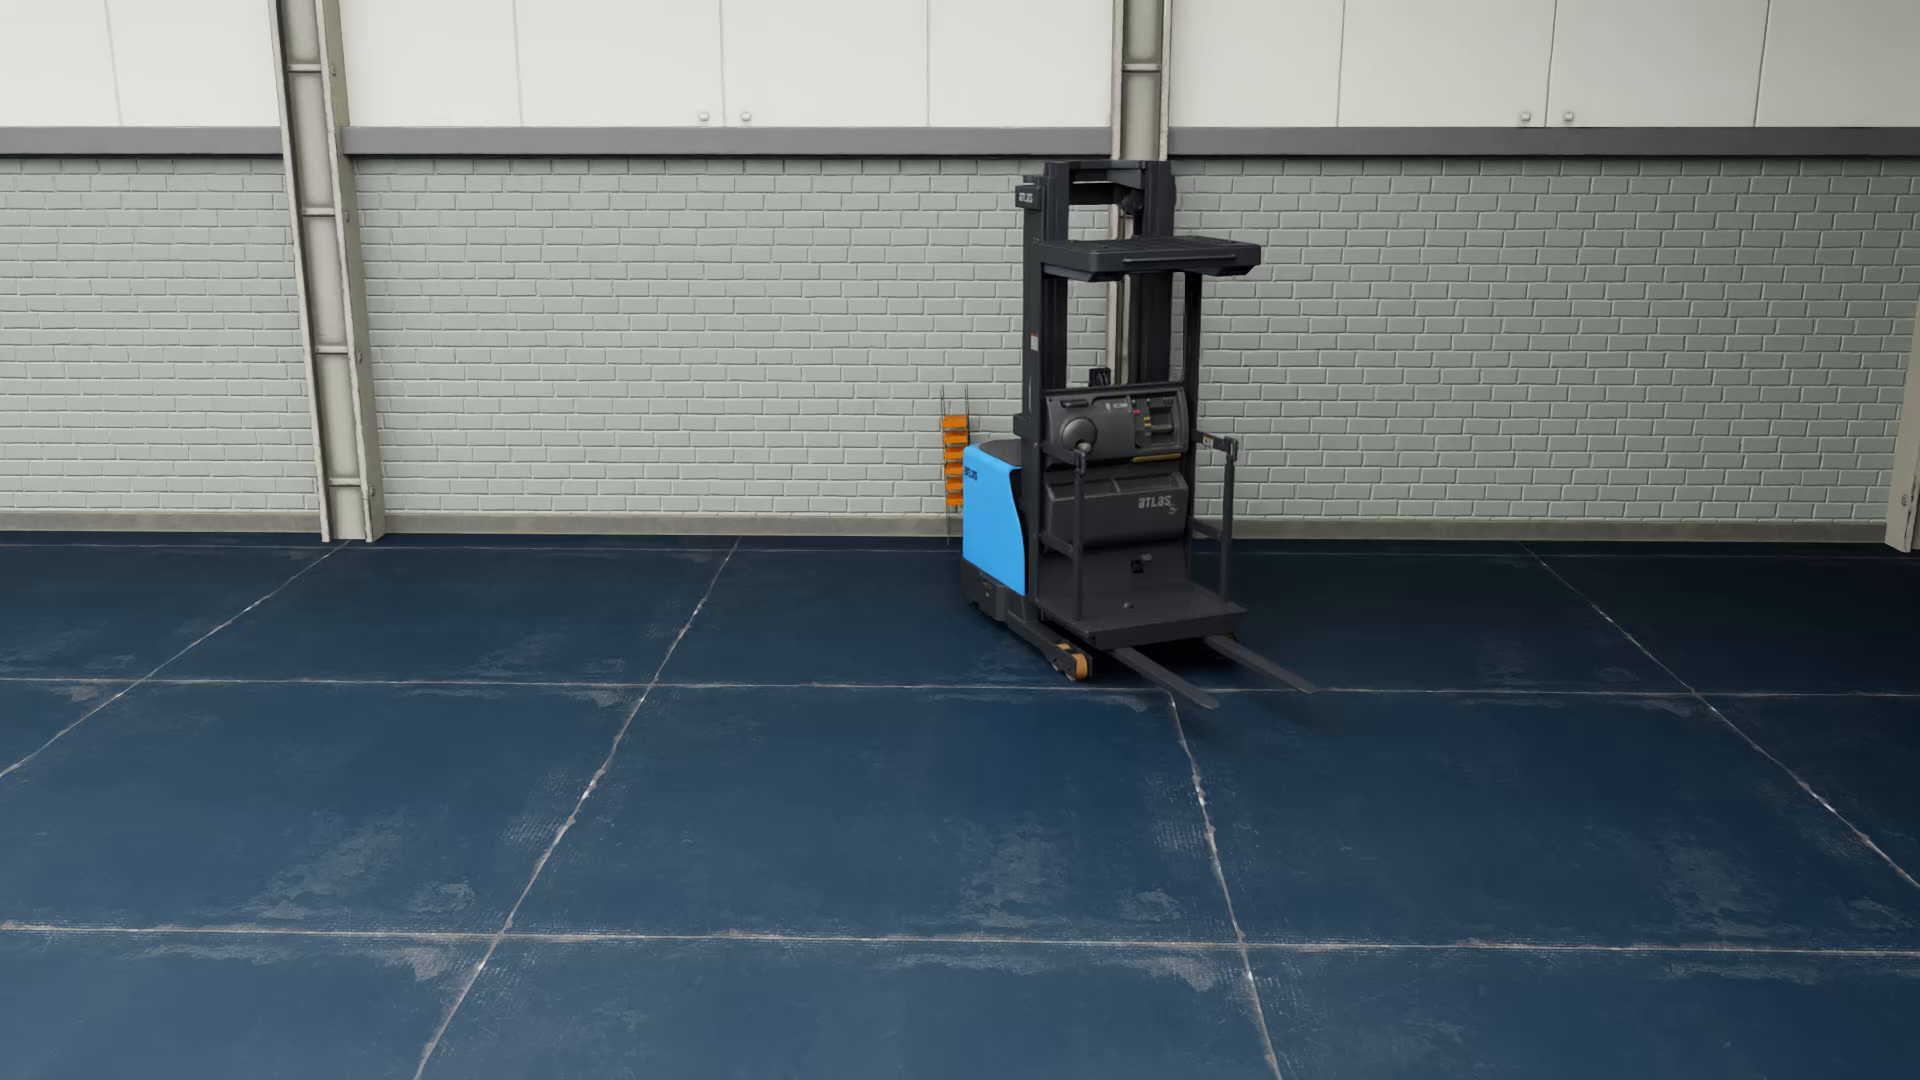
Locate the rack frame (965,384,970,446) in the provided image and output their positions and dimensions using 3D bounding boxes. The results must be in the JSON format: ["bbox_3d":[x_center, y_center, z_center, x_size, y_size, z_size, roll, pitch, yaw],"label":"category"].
[{"bbox_3d":[0.073,-0.571,12.623,0.006,1.200,0.240,-1,15,4],"label":"rack frame"}]

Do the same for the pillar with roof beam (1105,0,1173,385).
[{"bbox_3d":[1.182,-3.239,7.479,0.400,9.000,9.100,0,15,1],"label":"pillar with roof beam"}]

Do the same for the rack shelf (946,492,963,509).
[{"bbox_3d":[-0.005,-0.294,12.702,0.180,0.103,0.258,-1,15,4],"label":"rack shelf"}]

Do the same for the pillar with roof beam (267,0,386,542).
[{"bbox_3d":[-4.816,-3.279,7.627,0.400,9.000,9.100,0,15,1],"label":"pillar with roof beam"}]

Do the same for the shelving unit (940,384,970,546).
[{"bbox_3d":[-0.018,-0.569,12.630,0.189,1.200,0.258,-1,15,4],"label":"shelving unit"}]

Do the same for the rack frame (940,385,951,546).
[{"bbox_3d":[-0.109,-0.567,12.637,0.006,1.200,0.240,-1,15,4],"label":"rack frame"}]

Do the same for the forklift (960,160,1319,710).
[{"bbox_3d":[1.034,-0.714,9.800,1.130,2.935,3.031,-6,16,-22],"label":"forklift"}]

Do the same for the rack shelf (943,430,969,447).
[{"bbox_3d":[-0.027,-0.758,12.581,0.180,0.103,0.258,-1,15,4],"label":"rack shelf"}]

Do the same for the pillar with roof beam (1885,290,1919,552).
[{"bbox_3d":[7.180,-3.200,7.330,0.400,9.000,9.100,0,15,1],"label":"pillar with roof beam"}]

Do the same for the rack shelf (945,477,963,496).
[{"bbox_3d":[-0.011,-0.410,12.672,0.180,0.103,0.258,-1,15,4],"label":"rack shelf"}]

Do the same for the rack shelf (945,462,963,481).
[{"bbox_3d":[-0.016,-0.526,12.641,0.180,0.103,0.258,-1,15,4],"label":"rack shelf"}]

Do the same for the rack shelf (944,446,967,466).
[{"bbox_3d":[-0.021,-0.642,12.611,0.180,0.103,0.258,-1,15,4],"label":"rack shelf"}]

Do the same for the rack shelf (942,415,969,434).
[{"bbox_3d":[-0.032,-0.874,12.550,0.180,0.103,0.258,-1,15,4],"label":"rack shelf"}]
